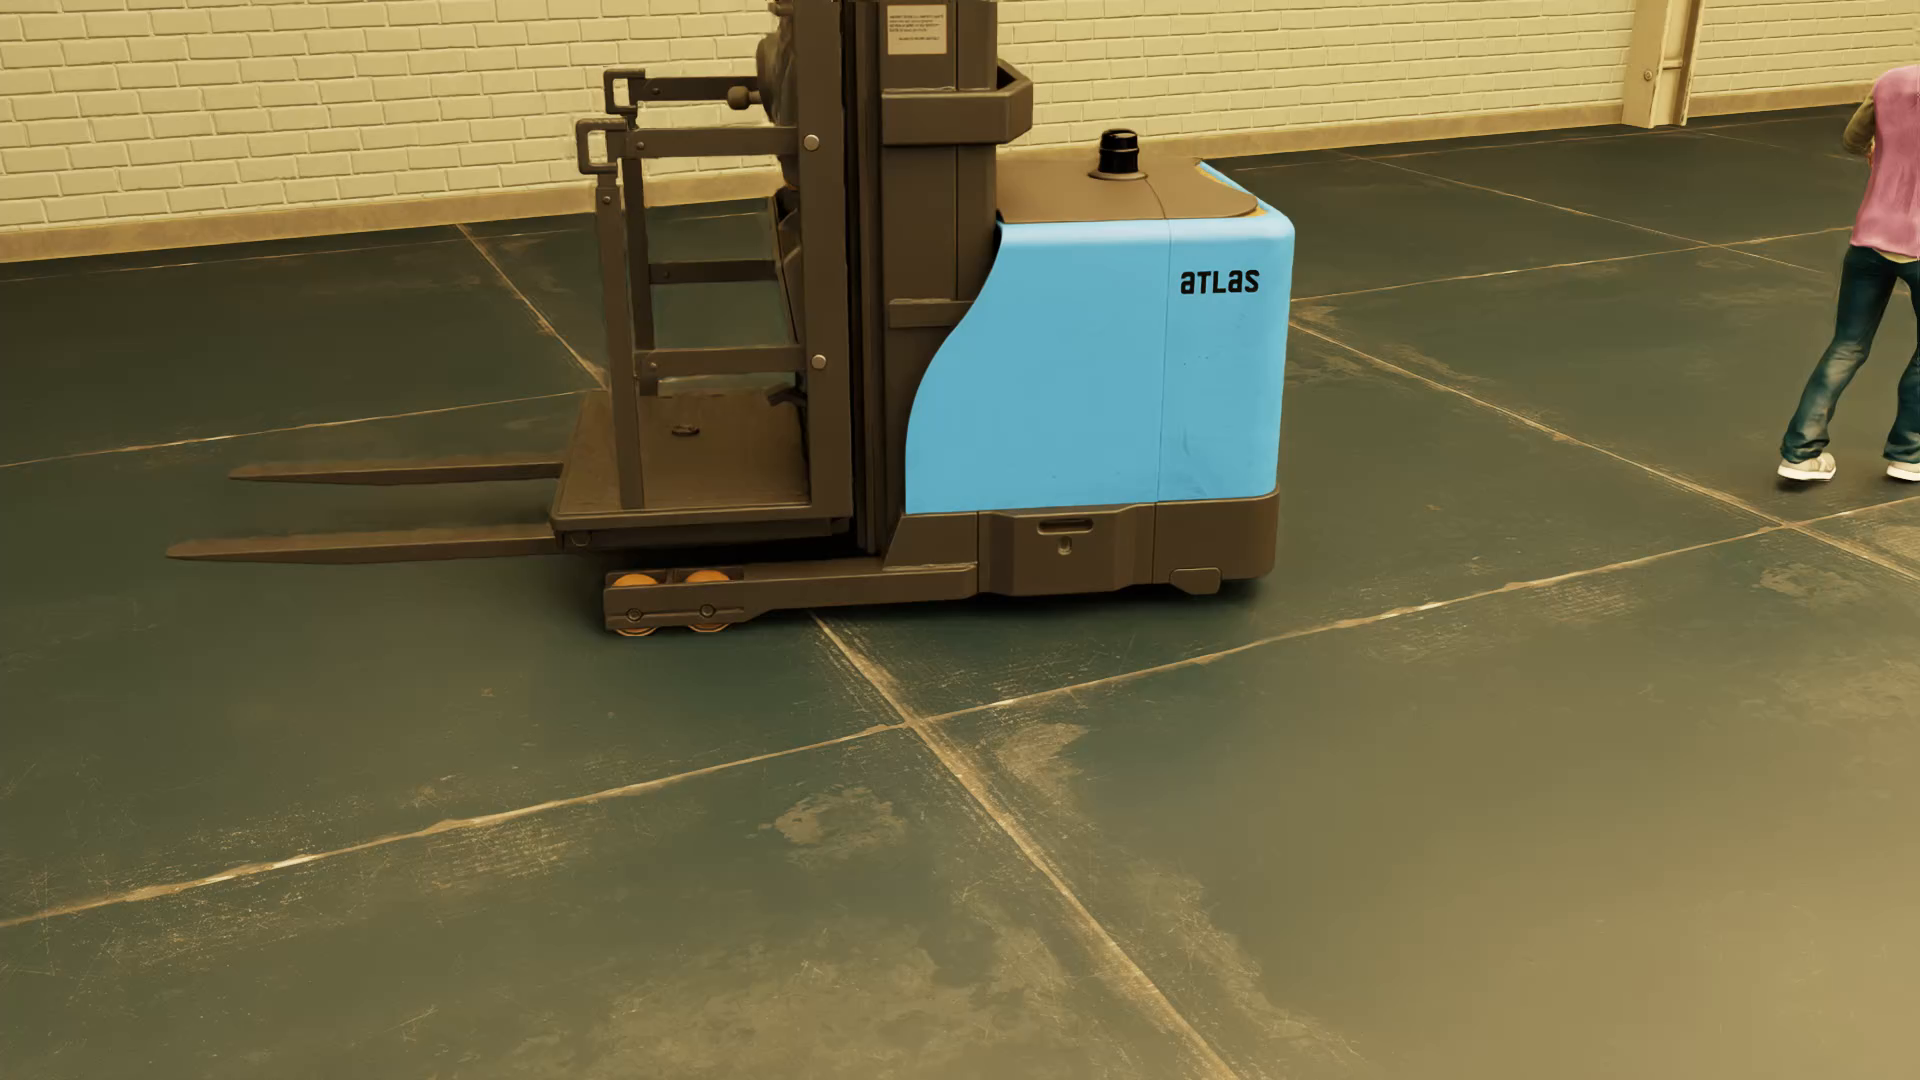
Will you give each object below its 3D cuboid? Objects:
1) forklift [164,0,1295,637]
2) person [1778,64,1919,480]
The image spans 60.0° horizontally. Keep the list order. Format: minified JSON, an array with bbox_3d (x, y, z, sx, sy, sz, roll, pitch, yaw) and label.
[{"bbox_3d":[-0.661,-1.307,4.433,3.031,2.935,1.130,-3,23,-7],"label":"forklift"},{"bbox_3d":[3.058,-0.912,5.284,0.708,1.573,0.822,-12,25,-27],"label":"person"}]
